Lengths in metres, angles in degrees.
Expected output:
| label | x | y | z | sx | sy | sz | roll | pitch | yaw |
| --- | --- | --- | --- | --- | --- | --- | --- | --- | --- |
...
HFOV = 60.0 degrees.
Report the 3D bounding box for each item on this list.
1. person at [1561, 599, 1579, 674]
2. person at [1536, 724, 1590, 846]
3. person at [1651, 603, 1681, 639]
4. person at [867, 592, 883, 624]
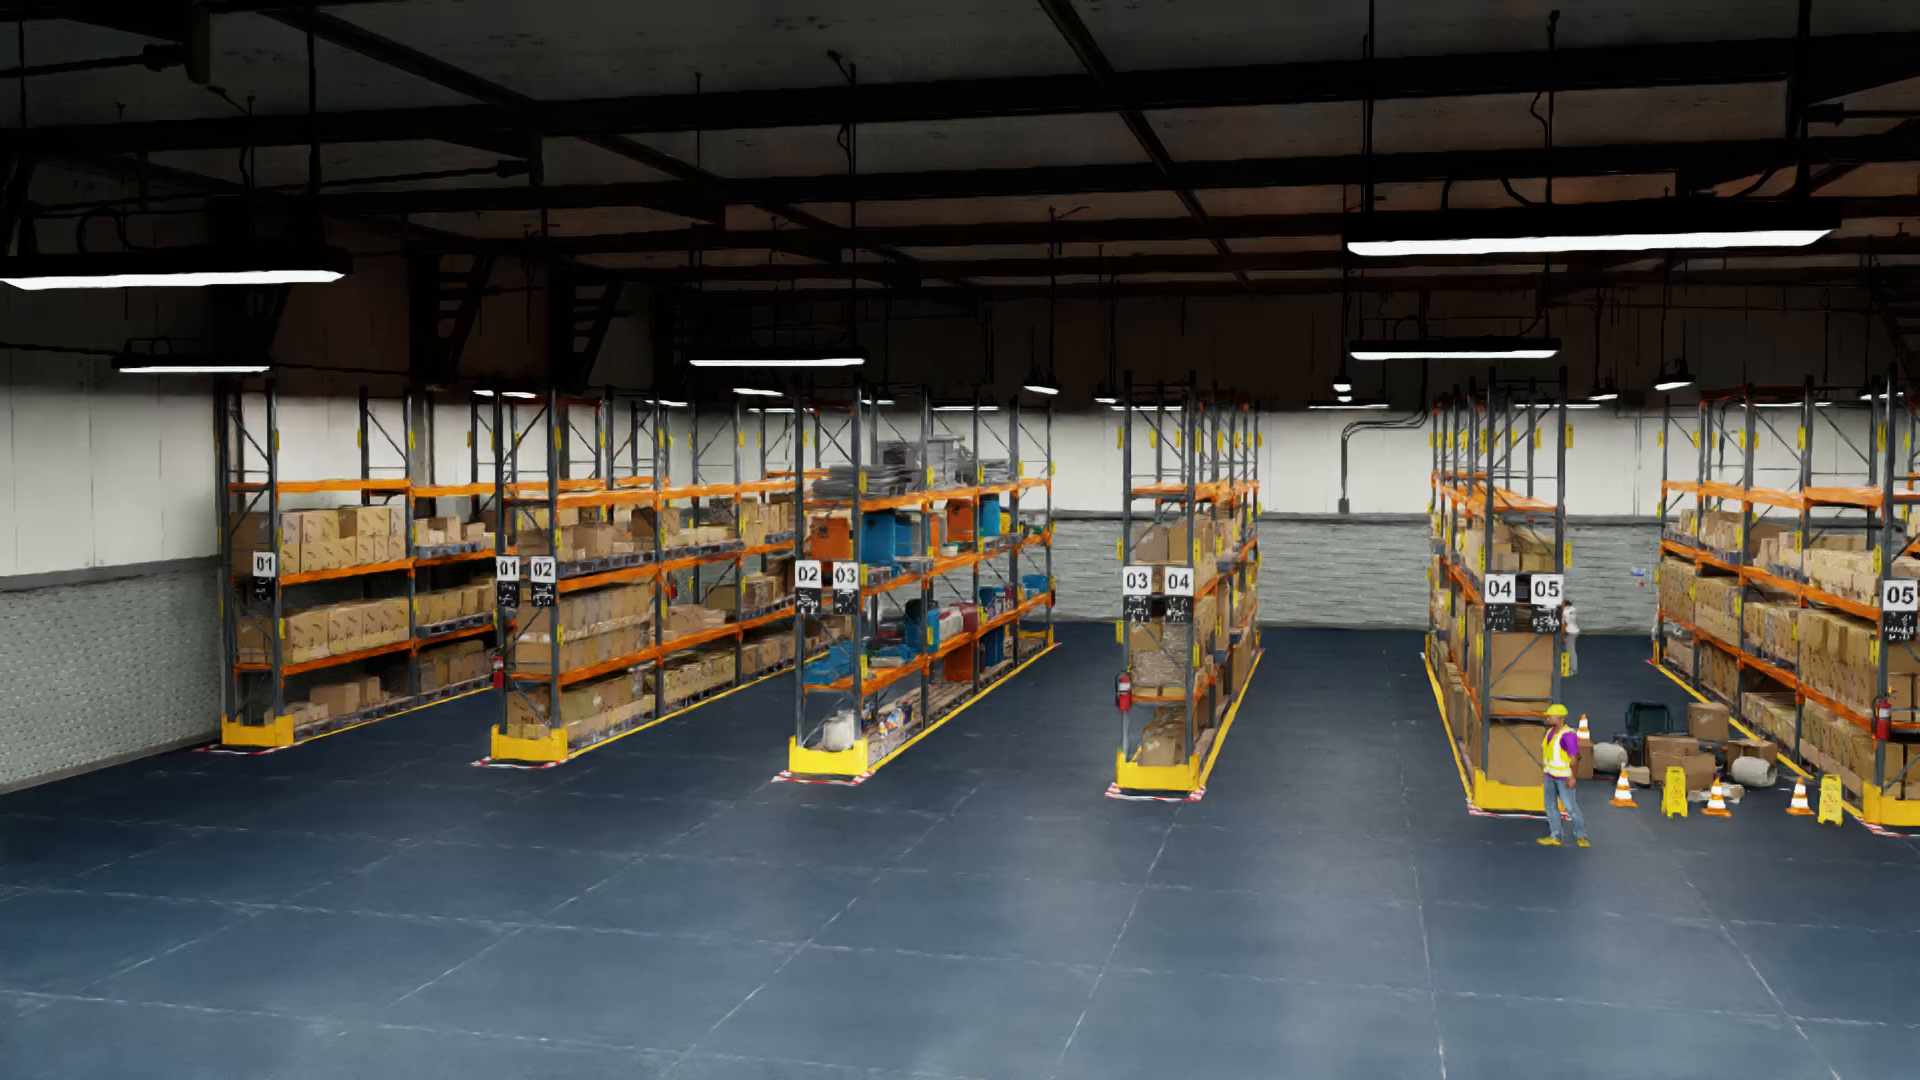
| label | x | y | z | sx | sy | sz | roll | pitch | yaw |
| --- | --- | --- | --- | --- | --- | --- | --- | --- | --- |
| person | 13.019 | 2.036 | 35.665 | 0.562 | 1.628 | 0.595 | 2 | 4 | 35 |
| person | 7.462 | 3.022 | 20.547 | 0.536 | 1.514 | 0.629 | -1 | 4 | -14 |
| person | 17.373 | 1.657 | 40.770 | 0.578 | 1.656 | 0.841 | 0 | 3 | -3 |
| person | -1.945 | 1.466 | 38.019 | 0.365 | 1.077 | 0.593 | 0 | 3 | -2 |
